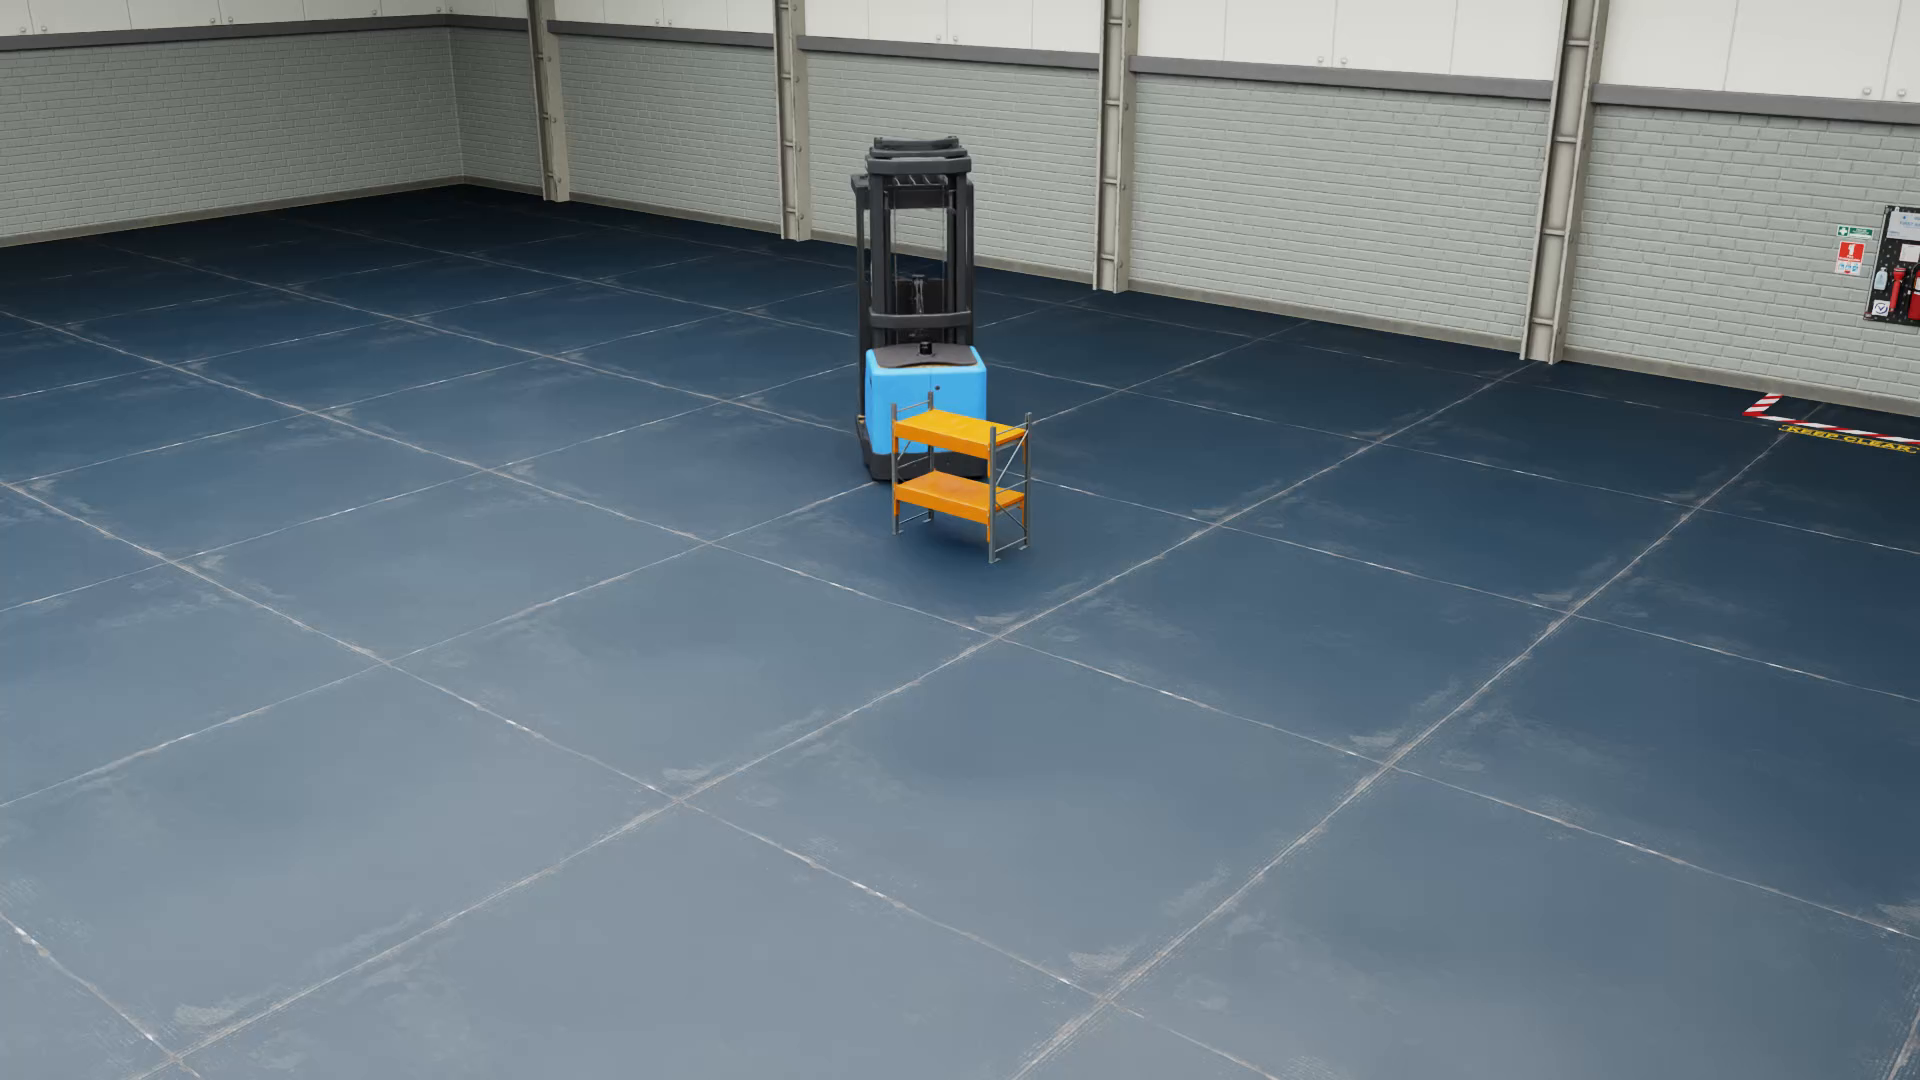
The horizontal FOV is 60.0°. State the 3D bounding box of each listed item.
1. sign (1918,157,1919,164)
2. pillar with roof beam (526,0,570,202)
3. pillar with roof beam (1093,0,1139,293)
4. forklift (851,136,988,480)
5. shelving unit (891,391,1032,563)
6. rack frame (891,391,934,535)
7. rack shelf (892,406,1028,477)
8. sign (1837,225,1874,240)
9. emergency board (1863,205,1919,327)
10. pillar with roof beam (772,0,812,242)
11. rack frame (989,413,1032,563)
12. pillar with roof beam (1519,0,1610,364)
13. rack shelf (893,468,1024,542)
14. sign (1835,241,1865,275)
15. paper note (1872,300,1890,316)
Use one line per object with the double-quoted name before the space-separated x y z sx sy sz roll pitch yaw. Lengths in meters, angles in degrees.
"sign" 9.527 -3.830 16.288 0.199 0.298 0.001 16 26 36
"pillar with roof beam" -9.955 -9.139 25.150 0.400 9.000 9.100 16 26 36
"pillar with roof beam" -0.658 -6.462 18.050 0.400 9.000 9.100 16 26 36
"forklift" -0.447 -2.390 15.853 1.130 2.935 3.031 -3 21 -7
"shelving unit" 0.005 -0.525 13.466 1.048 1.125 0.538 16 26 36
"rack frame" -0.389 -0.638 13.766 0.032 1.125 0.500 16 26 36
"rack shelf" 0.005 -0.799 13.362 1.000 0.278 0.538 16 26 36
"sign" 9.105 -3.129 16.913 0.331 0.109 0.001 16 26 36
"emergency board" 9.470 -2.716 16.620 0.643 1.169 0.194 16 26 36
"pillar with roof beam" -5.306 -7.801 21.600 0.400 9.000 9.100 16 26 36
"rack frame" 0.399 -0.411 13.165 0.032 1.125 0.500 16 26 36
"pillar with roof beam" 3.990 -5.123 14.501 0.400 9.000 9.100 16 26 36
"rack shelf" 0.005 -0.296 13.552 1.000 0.278 0.538 16 26 36
"sign" 9.107 -2.884 17.015 0.234 0.329 0.001 16 26 36
"paper note" 9.377 -2.362 16.930 0.142 0.148 0.016 16 26 36
